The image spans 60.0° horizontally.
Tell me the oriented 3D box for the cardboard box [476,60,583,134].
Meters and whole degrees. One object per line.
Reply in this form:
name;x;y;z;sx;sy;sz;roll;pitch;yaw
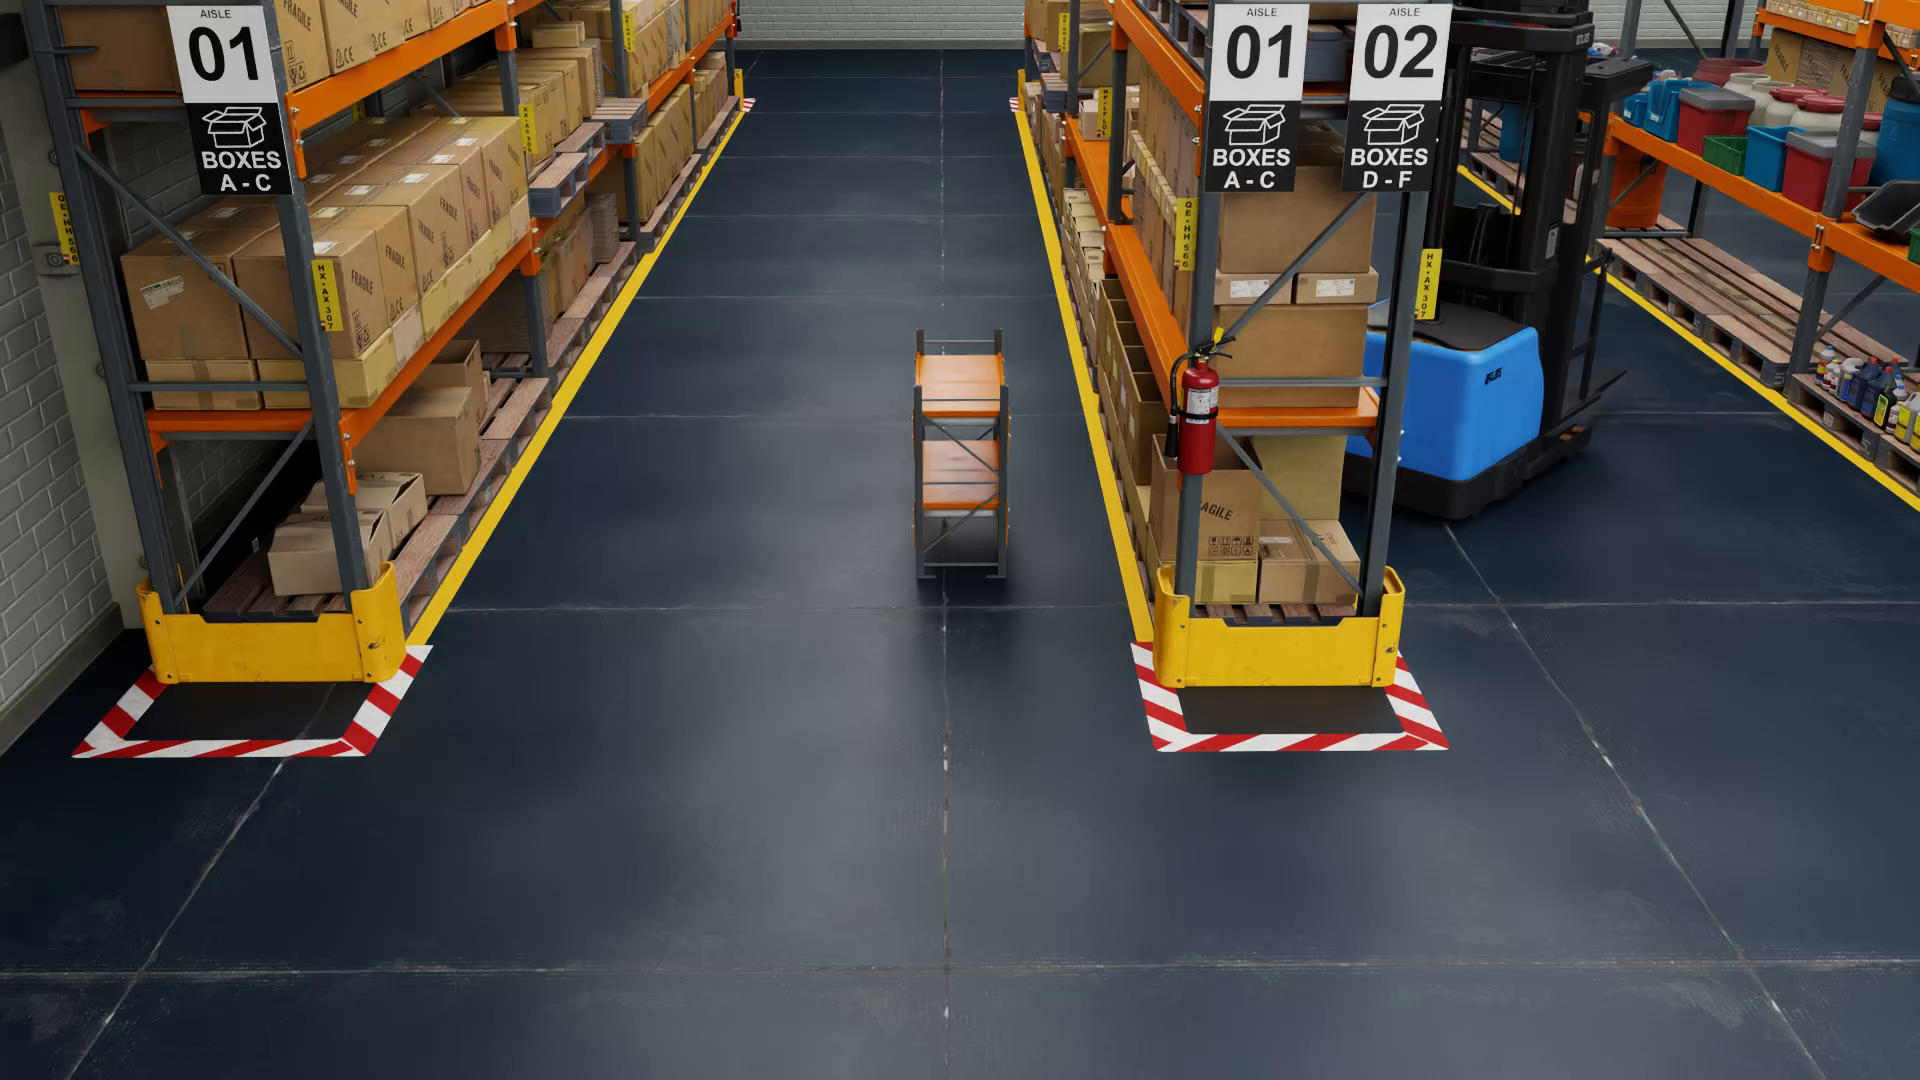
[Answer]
cardboard box;-3.432;-3.537;13.276;0.700;0.500;0.500;0;24;-1

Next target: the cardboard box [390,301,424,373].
cardboard box;-3.104;-1.059;8.609;0.500;0.250;0.500;-1;24;-2

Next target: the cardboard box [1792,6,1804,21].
cardboard box;10.974;-6.781;21.407;0.380;0.149;0.250;-1;24;-1

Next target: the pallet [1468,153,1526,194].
pallet;6.346;-4.102;18.565;1.003;0.211;1.213;0;24;-1

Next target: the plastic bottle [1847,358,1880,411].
plastic bottle;6.061;-1.054;11.120;0.144;0.351;0.185;0;24;1

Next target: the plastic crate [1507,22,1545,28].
plastic crate;6.621;-6.117;19.484;0.402;0.464;0.583;0;24;-1

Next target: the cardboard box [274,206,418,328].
cardboard box;-3.096;-1.386;8.422;0.500;0.500;0.500;0;24;0

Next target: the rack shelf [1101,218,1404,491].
rack shelf;1.536;-1.222;9.685;1.077;0.370;4.000;0;24;-1

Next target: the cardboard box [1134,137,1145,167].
cardboard box;1.326;-2.500;10.729;0.380;0.149;0.250;0;24;0

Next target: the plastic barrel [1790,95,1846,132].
plastic barrel;6.668;-3.154;12.919;0.433;0.535;0.433;0;24;0

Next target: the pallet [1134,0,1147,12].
pallet;1.549;-3.349;9.982;1.003;0.211;1.213;0;24;-1

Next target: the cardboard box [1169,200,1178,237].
cardboard box;1.347;-1.757;9.086;0.380;0.149;0.250;0;24;1

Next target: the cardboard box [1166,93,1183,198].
cardboard box;1.542;-2.207;9.295;0.700;0.500;0.500;0;24;-1

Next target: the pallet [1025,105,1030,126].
pallet;1.393;-5.688;22.071;1.003;0.211;1.213;0;24;-1

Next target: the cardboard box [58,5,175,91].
cardboard box;-3.654;-2.294;7.397;0.500;0.500;0.500;1;24;3

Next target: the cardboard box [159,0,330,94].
cardboard box;-3.150;-2.262;7.326;0.500;0.500;0.500;0;24;1

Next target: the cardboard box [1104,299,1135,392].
cardboard box;1.219;-1.256;10.803;0.500;0.500;0.500;0;24;-1

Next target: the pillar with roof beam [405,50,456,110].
pillar with roof beam;-0.029;-6.212;12.564;9.100;9.000;0.400;0;24;-1

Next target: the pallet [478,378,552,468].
pallet;-3.397;-0.803;11.269;1.003;0.211;1.213;0;24;-1

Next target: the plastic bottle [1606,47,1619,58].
plastic bottle;6.578;-4.781;16.742;0.144;0.351;0.185;0;24;-1

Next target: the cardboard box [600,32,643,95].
cardboard box;-3.233;-4.390;15.310;0.500;0.500;0.500;0;24;1

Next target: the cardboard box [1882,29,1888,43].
cardboard box;10.996;-5.935;19.537;0.380;0.149;0.250;-1;24;-1

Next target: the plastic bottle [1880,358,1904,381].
plastic bottle;6.205;-1.054;11.122;0.144;0.351;0.185;0;24;-1

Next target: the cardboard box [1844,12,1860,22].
cardboard box;11.051;-6.385;20.048;0.500;0.250;0.500;0;24;1

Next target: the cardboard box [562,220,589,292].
cardboard box;-3.500;-2.346;13.797;0.700;0.500;0.500;0;24;-1

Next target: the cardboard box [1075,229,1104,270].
cardboard box;1.206;-2.361;13.476;0.500;0.311;0.500;-1;24;-1

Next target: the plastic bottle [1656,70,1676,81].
plastic bottle;6.737;-4.357;15.894;0.152;0.276;0.135;0;24;-1

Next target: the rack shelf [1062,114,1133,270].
rack shelf;1.492;-2.870;13.329;1.077;0.370;4.000;0;24;-1

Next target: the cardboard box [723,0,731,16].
cardboard box;-3.555;-7.221;21.713;0.980;0.700;0.700;1;24;2

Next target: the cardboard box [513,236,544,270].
cardboard box;-3.472;-2.238;12.648;0.500;0.250;0.500;-1;24;-2

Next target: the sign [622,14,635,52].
sign;-2.941;-4.496;14.742;0.100;0.325;0.005;0;24;-1

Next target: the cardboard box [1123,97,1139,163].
cardboard box;1.511;-3.159;12.974;0.500;0.500;0.500;0;24;0

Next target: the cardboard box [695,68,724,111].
cardboard box;-3.457;-5.853;21.575;0.700;0.500;0.500;0;24;-1

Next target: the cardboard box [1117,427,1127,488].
cardboard box;1.228;-0.502;10.047;0.500;0.250;0.500;0;24;-1

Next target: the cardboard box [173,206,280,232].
cardboard box;-3.609;-1.385;8.420;0.500;0.500;0.500;0;24;0

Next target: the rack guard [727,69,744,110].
rack guard;-3.571;-6.166;22.776;1.175;0.500;0.348;0;24;-1

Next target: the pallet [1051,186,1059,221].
pallet;1.489;-3.561;17.367;1.003;0.211;1.213;0;24;-1

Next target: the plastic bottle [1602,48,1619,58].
plastic bottle;6.721;-4.964;17.237;0.152;0.276;0.135;0;24;-1

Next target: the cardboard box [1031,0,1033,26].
cardboard box;1.141;-6.555;20.482;0.500;0.500;0.500;0;24;0

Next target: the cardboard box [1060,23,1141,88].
cardboard box;1.351;-4.518;15.469;0.700;0.500;0.500;-9;26;-18

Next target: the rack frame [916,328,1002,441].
rack frame;-0.006;-0.725;9.988;0.500;1.125;0.032;0;24;-1

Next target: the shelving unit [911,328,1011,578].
shelving unit;0.000;-0.515;9.524;0.538;1.125;1.048;0;24;-1

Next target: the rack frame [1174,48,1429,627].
rack frame;1.558;-0.726;7.714;1.000;3.000;0.127;0;24;-1

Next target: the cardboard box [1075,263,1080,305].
cardboard box;1.206;-2.111;13.604;0.500;0.250;0.500;0;24;1

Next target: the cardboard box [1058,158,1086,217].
cardboard box;1.225;-3.468;16.277;0.500;0.500;0.500;1;24;2

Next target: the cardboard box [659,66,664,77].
cardboard box;-3.270;-4.880;17.179;0.380;0.149;0.250;-1;24;-2

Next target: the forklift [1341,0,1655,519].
forklift;3.546;-1.987;10.587;1.130;2.935;3.031;20;31;37

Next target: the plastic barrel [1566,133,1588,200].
plastic barrel;6.389;-3.802;16.934;0.600;0.588;0.708;0;24;-1

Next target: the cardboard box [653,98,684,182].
cardboard box;-3.377;-4.225;17.551;0.750;0.750;0.750;0;24;1

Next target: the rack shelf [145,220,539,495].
rack shelf;-3.418;-1.198;9.632;1.077;0.370;4.000;0;24;-1

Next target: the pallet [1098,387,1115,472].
pallet;1.481;-0.776;11.208;1.003;0.211;1.213;0;24;-1

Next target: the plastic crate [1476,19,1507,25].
plastic crate;6.034;-5.902;19.106;0.392;0.384;0.575;0;24;-1

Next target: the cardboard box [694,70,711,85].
cardboard box;-3.260;-5.660;20.362;0.380;0.149;0.250;-1;24;-2

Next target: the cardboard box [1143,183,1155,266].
cardboard box;1.537;-2.019;10.454;0.700;0.500;0.500;-1;24;-1
